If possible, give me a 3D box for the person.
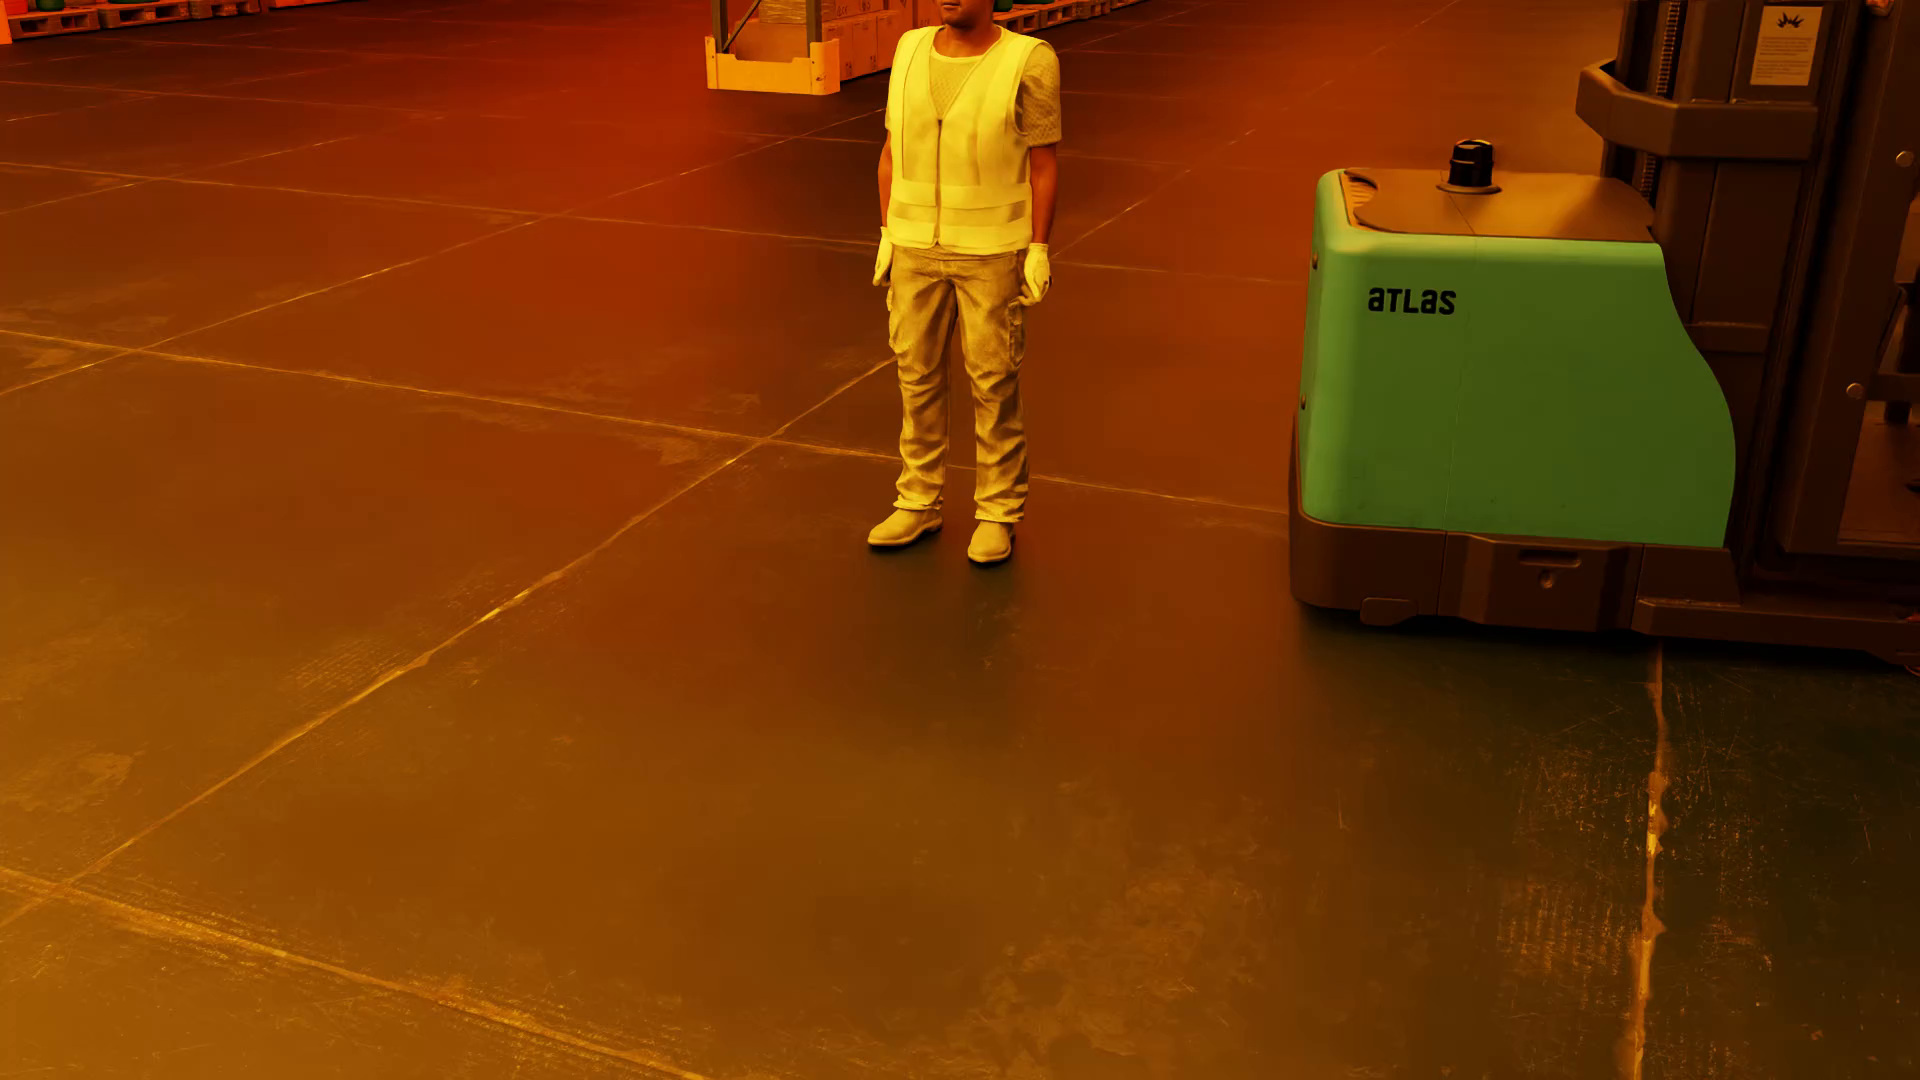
[{"bbox_3d":[0.001,-0.822,4.746,0.543,1.789,0.387,9,24,21],"label":"person"}]

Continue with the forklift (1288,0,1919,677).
[{"bbox_3d":[2.476,-1.208,4.182,3.031,2.935,1.130,4,23,9],"label":"forklift"}]
